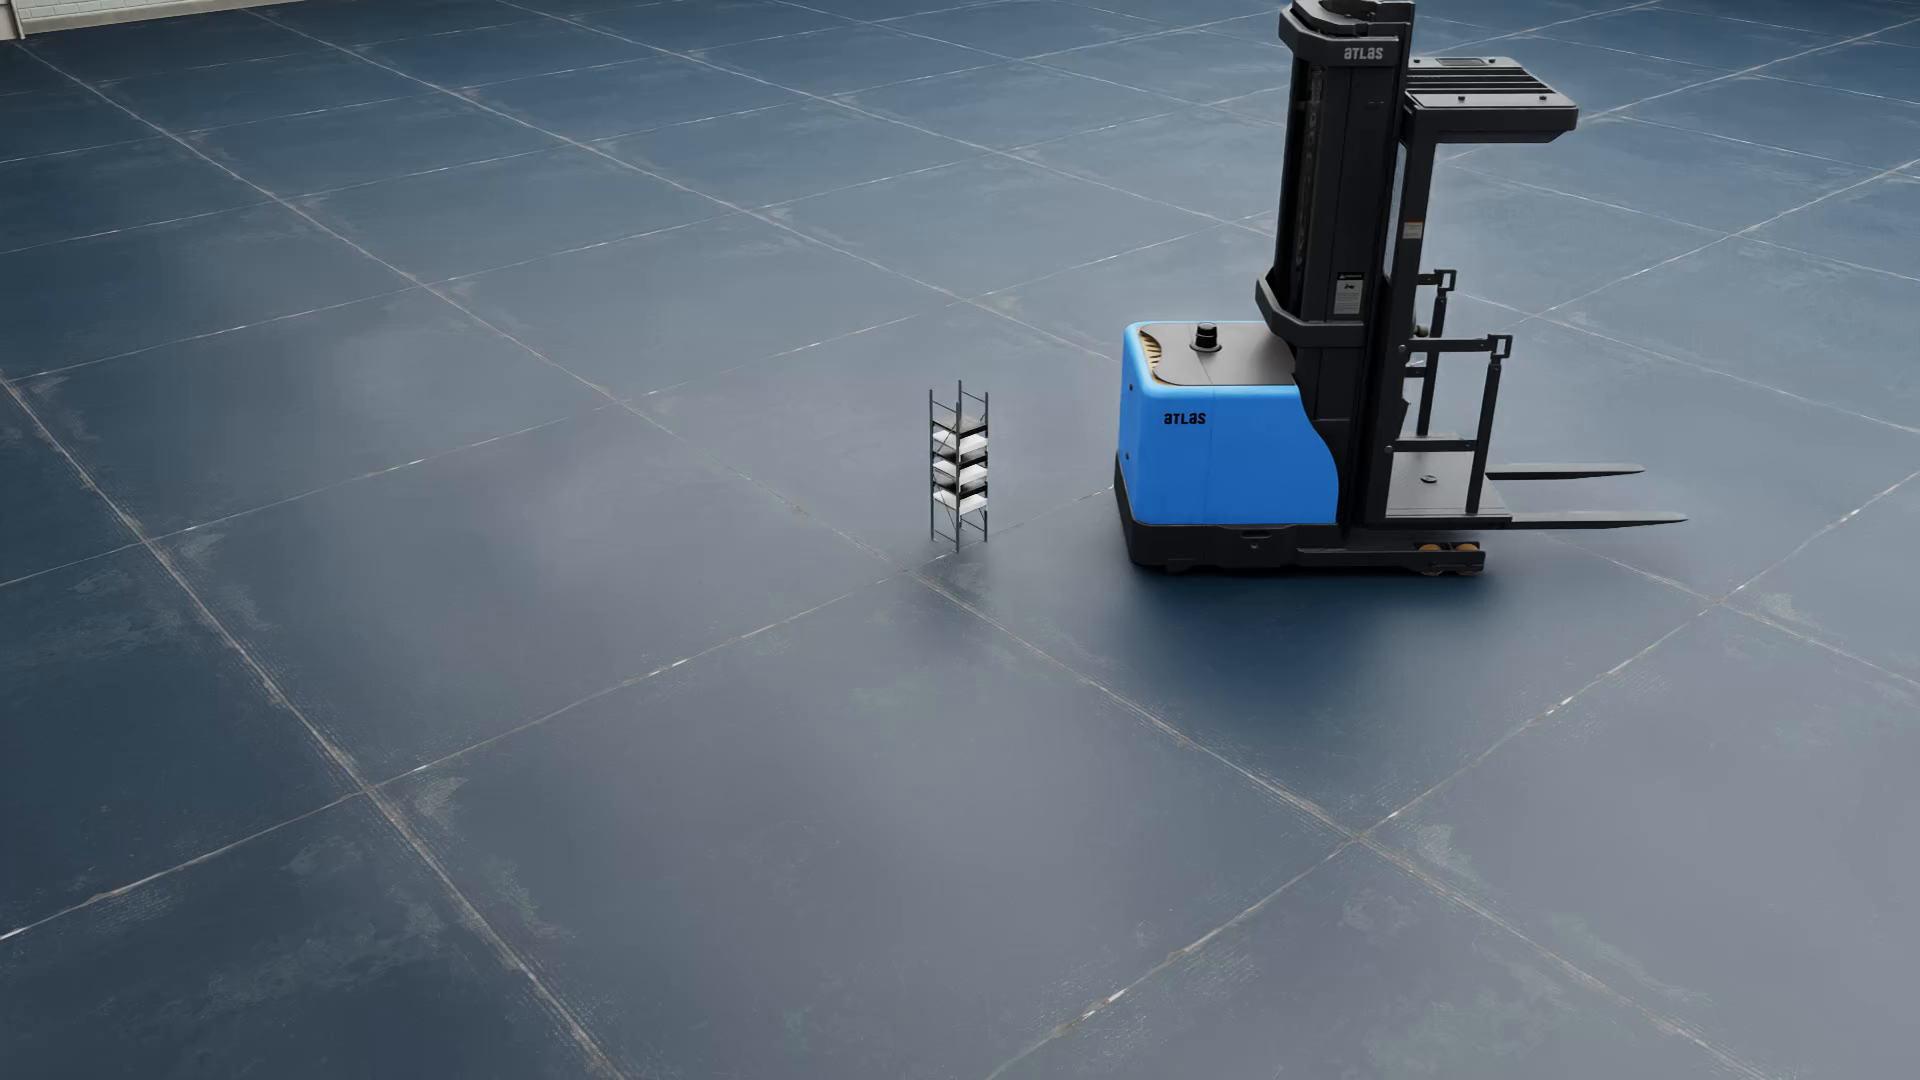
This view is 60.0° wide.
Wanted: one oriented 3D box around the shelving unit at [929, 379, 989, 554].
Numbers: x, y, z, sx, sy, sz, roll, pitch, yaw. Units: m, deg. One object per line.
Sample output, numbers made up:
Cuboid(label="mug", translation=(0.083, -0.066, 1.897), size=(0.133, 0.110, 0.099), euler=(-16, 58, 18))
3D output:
Cuboid(label="shelving unit", translation=(-0.006, -0.394, 9.033), size=(0.210, 0.900, 0.258), euler=(-22, 35, -35))

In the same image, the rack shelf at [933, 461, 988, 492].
Cuboid(label="rack shelf", translation=(-0.006, -0.365, 9.049), size=(0.200, 0.077, 0.258), euler=(-22, 35, -35))

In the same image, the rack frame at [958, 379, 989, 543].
Cuboid(label="rack frame", translation=(0.071, -0.426, 9.091), size=(0.006, 0.900, 0.240), euler=(-22, 35, -35))

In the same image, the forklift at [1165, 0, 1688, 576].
Cuboid(label="forklift", translation=(2.467, -1.323, 8.683), size=(2.937, 2.867, 1.118), euler=(-1, 28, -1))

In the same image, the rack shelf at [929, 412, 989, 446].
Cuboid(label="rack shelf", translation=(-0.006, -0.603, 8.922), size=(0.200, 0.077, 0.258), euler=(-22, 35, -35))

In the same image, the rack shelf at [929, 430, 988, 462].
Cuboid(label="rack shelf", translation=(-0.006, -0.524, 8.964), size=(0.200, 0.077, 0.258), euler=(-22, 35, -35))

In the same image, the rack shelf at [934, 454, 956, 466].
Cuboid(label="rack shelf", translation=(-0.006, -0.458, 9.000), size=(0.184, 0.015, 0.199), euler=(-22, 35, -35))

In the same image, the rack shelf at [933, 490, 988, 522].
Cuboid(label="rack shelf", translation=(-0.006, -0.206, 9.134), size=(0.200, 0.077, 0.258), euler=(-22, 35, -35))

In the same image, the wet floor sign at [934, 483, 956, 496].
Cuboid(label="wet floor sign", translation=(-5.787, -1.460, 11.297), size=(9.326, 0.644, 8.976), euler=(-10, 30, -18))

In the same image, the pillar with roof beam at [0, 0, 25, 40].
Cuboid(label="pillar with roof beam", translation=(-9.389, -8.824, 16.214), size=(0.400, 9.000, 9.100), euler=(-22, 35, -35))

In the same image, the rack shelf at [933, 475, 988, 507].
Cuboid(label="rack shelf", translation=(-0.006, -0.286, 9.091), size=(0.200, 0.077, 0.258), euler=(-22, 35, -35))

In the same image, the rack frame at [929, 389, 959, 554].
Cuboid(label="rack frame", translation=(-0.084, -0.363, 8.975), size=(0.006, 0.900, 0.240), euler=(-22, 35, -35))
